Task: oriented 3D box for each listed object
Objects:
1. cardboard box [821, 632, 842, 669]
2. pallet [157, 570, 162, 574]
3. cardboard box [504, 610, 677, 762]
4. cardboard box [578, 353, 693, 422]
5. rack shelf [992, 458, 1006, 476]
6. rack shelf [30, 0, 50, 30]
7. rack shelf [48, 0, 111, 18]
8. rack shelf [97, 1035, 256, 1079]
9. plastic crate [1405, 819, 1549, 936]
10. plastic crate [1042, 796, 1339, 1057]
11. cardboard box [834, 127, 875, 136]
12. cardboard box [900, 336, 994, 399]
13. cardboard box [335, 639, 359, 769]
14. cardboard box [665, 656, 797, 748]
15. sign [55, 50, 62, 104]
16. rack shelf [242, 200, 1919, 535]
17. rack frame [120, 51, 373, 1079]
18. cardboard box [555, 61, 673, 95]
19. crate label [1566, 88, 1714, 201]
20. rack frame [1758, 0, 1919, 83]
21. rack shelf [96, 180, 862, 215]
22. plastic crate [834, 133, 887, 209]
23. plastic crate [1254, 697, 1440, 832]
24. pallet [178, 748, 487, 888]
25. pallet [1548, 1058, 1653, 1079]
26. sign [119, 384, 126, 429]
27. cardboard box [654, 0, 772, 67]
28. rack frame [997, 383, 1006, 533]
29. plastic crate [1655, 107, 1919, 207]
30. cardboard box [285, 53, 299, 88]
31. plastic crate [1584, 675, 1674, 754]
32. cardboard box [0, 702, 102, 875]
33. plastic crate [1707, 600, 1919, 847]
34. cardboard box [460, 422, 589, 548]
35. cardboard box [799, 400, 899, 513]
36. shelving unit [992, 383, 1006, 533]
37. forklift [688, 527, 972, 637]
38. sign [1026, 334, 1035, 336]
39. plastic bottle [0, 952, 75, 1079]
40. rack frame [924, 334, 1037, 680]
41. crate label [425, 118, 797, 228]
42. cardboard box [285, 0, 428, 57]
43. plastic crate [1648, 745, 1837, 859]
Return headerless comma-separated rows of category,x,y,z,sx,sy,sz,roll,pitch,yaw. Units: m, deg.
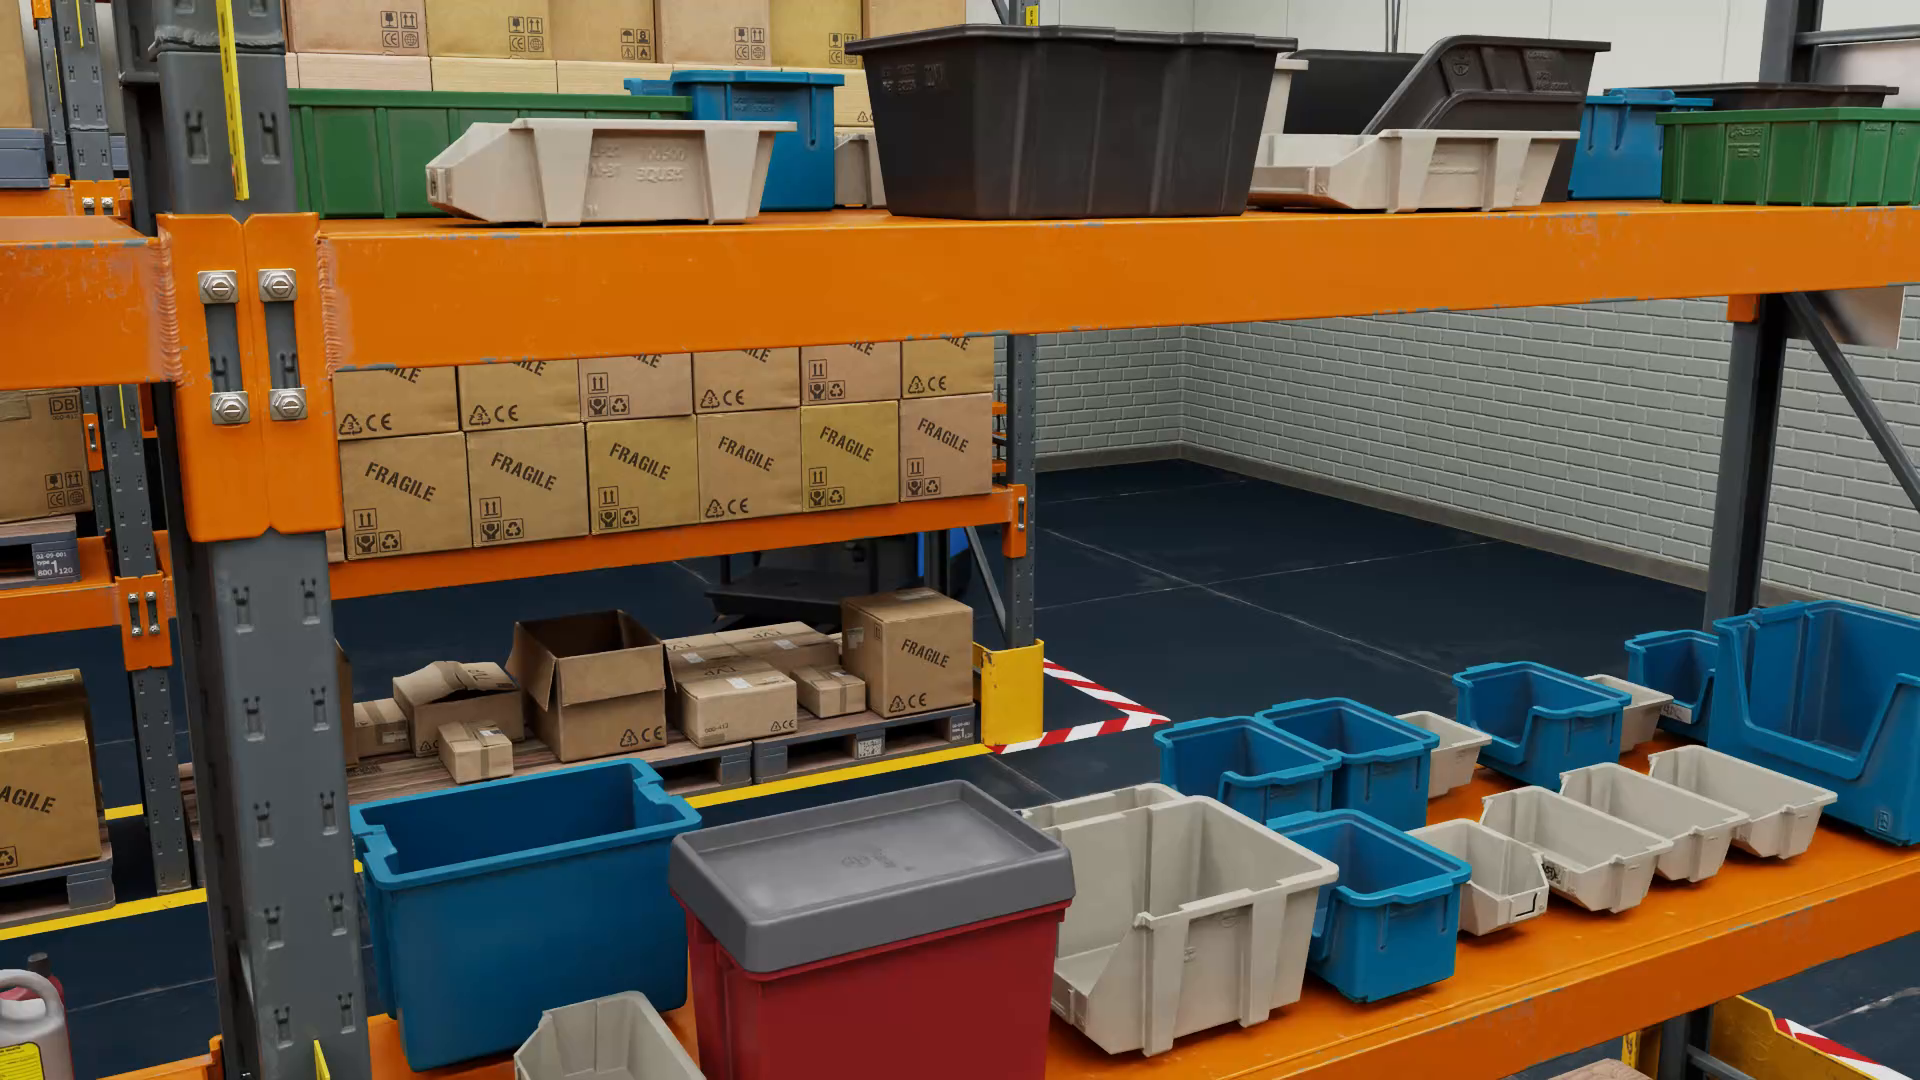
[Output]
cardboard box,-0.664,0.624,8.955,0.250,0.166,0.380,-7,14,-28
pallet,-5.095,0.214,11.676,1.213,0.211,1.003,-7,14,-28
cardboard box,-1.776,0.678,7.949,0.637,0.503,0.797,-7,14,-28
cardboard box,-1.518,-0.822,7.423,0.500,0.500,0.500,-6,14,-26
rack shelf,0.145,-0.537,13.070,0.480,0.148,0.258,-7,14,-28
rack shelf,-7.555,-3.251,9.610,4.000,0.370,1.077,-7,14,-28
rack shelf,-4.044,-3.672,11.480,4.000,0.370,1.077,-7,14,-28
rack shelf,-2.808,1.389,1.742,4.000,0.370,1.077,-7,14,-28
plastic crate,1.084,0.724,3.525,0.250,0.136,0.298,-7,14,-28
plastic crate,0.376,0.732,3.160,0.530,0.282,0.437,-7,14,-28
cardboard box,-0.681,-1.783,7.708,0.500,0.250,0.500,-7,14,-28
cardboard box,-0.171,-0.984,8.147,0.500,0.500,0.500,-7,14,-28
cardboard box,-3.059,0.763,7.576,0.500,0.500,0.500,-7,14,-28
cardboard box,-1.120,0.778,8.081,0.500,0.250,0.500,-7,14,-28
sign,-5.531,-2.847,10.200,0.005,0.325,0.100,-7,14,-28
rack shelf,0.703,-0.495,3.282,4.000,0.370,1.077,-7,14,-28
rack frame,-1.053,0.828,2.598,0.127,3.000,1.000,-7,14,-28
cardboard box,-1.556,-1.920,7.181,0.500,0.250,0.500,-7,14,-28
crate label,1.493,-0.949,4.000,0.502,0.251,0.408,-7,14,-28
rack frame,2.458,-2.519,3.809,0.127,3.000,1.000,-7,14,-28
rack shelf,-1.668,-1.450,7.526,4.000,0.370,1.077,-7,14,-28
plastic crate,-0.119,-0.714,3.218,0.466,0.136,0.293,-7,14,-28
plastic crate,0.928,0.561,4.030,0.300,0.233,0.416,-7,14,-28
pallet,-2.820,1.162,7.467,1.213,0.211,1.003,-7,14,-28
pallet,1.716,1.847,4.421,1.213,0.211,1.003,-7,14,-28
sign,-3.154,-0.585,6.240,0.005,0.325,0.100,-7,14,-28
cardboard box,-1.222,-2.381,7.520,0.500,0.500,0.700,-7,14,-28
rack frame,0.359,-0.628,13.169,0.015,1.200,0.240,-7,14,-28
plastic crate,1.729,-0.794,3.456,0.336,0.188,0.450,-7,14,-28
cardboard box,-2.877,-1.764,6.488,0.500,0.250,0.500,-7,14,-28
plastic crate,1.762,0.487,4.577,0.298,0.136,0.250,-7,14,-28
cardboard box,-3.719,0.985,6.591,0.500,0.500,0.500,-7,14,-28
plastic crate,2.254,0.432,4.140,0.499,0.435,0.616,-7,14,-28
cardboard box,-1.957,-0.283,7.309,0.500,0.500,0.500,-7,14,-28
cardboard box,-0.628,-0.442,8.012,0.500,0.500,0.500,-7,14,-27
shelving unit,0.145,-0.603,13.055,0.503,1.200,0.258,-7,14,-28
forklift,-0.893,-0.829,10.115,1.130,2.935,3.031,4,13,19
sign,0.336,-1.158,8.064,0.005,0.325,0.100,-7,14,-28
plastic bottle,-1.579,0.841,2.804,0.133,0.283,0.061,-7,14,-28
rack frame,0.088,-0.548,8.711,0.127,3.000,1.000,-7,14,-28
crate label,-0.485,-0.502,2.279,0.466,0.136,0.293,-7,14,-28
cardboard box,-2.508,-2.211,6.763,0.500,0.500,0.700,-7,14,-28
plastic crate,1.829,0.627,3.954,0.243,0.136,0.396,-7,14,-28
